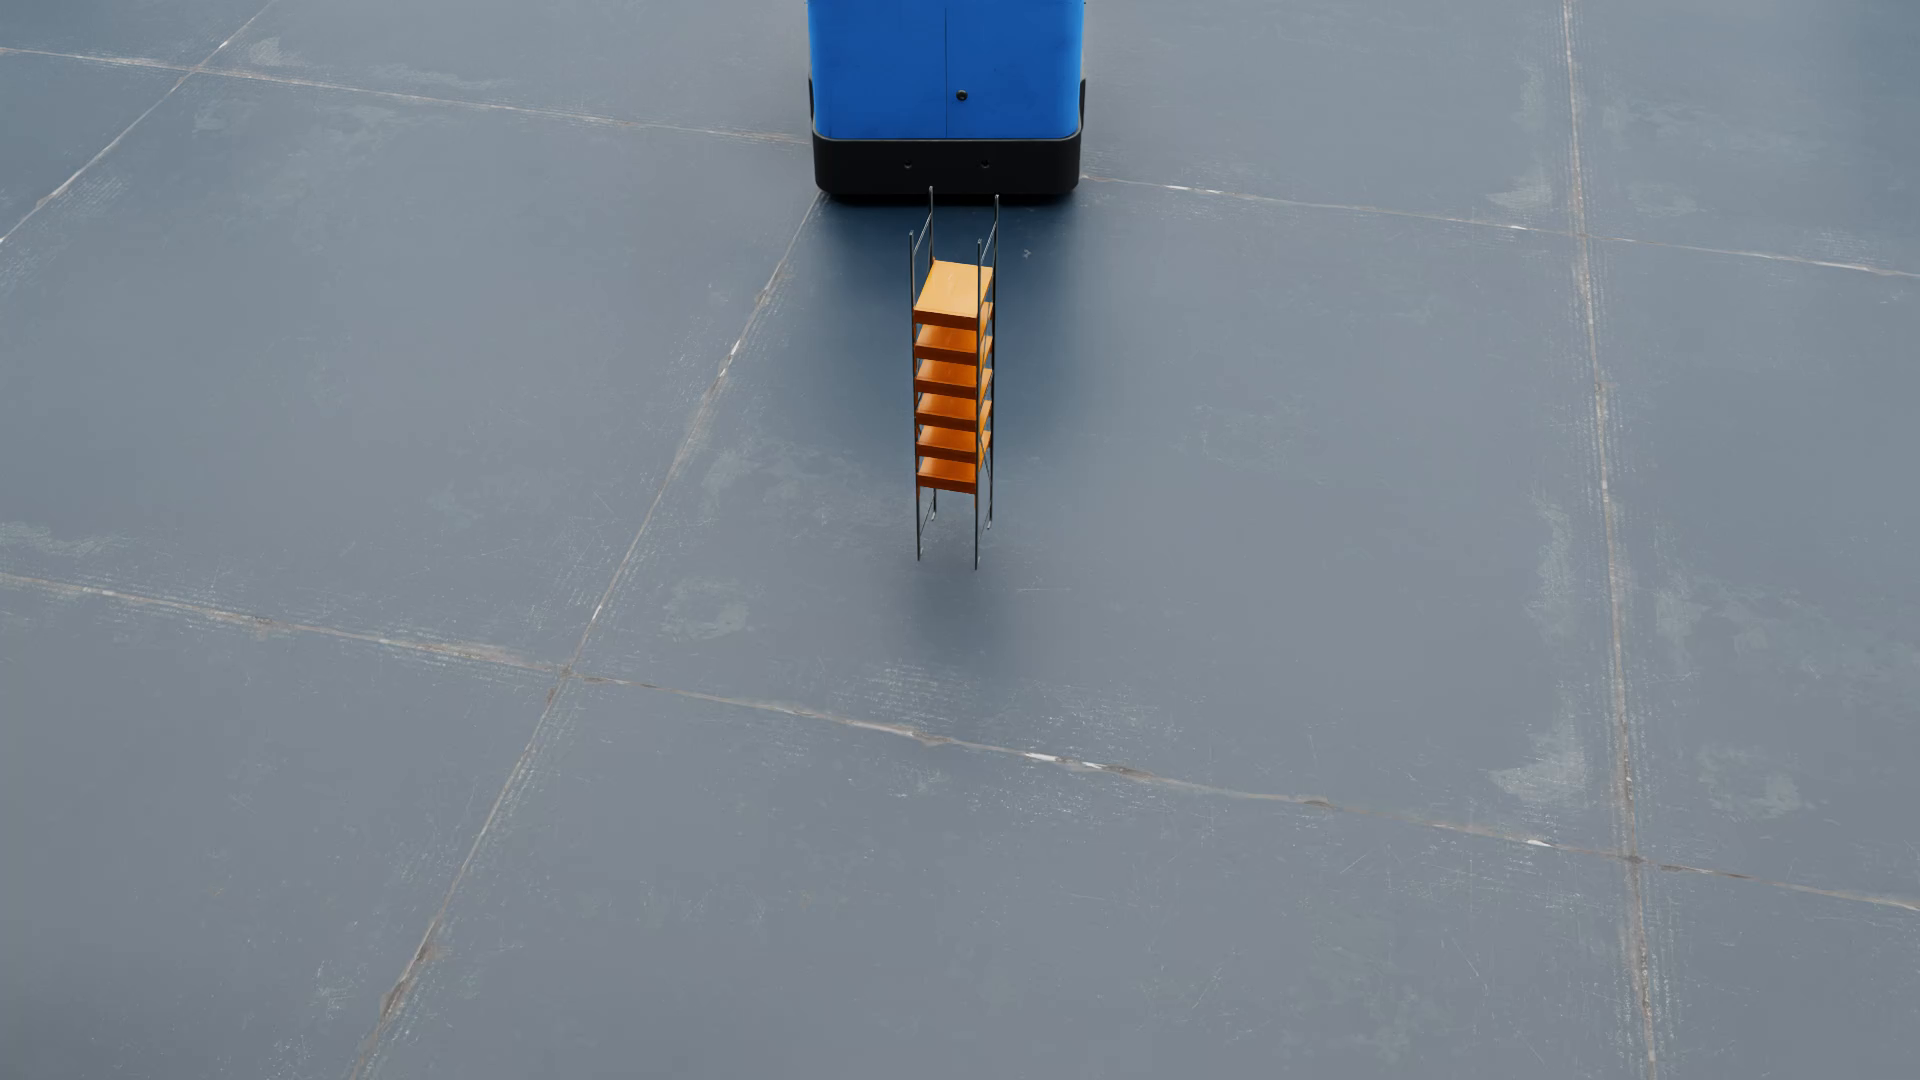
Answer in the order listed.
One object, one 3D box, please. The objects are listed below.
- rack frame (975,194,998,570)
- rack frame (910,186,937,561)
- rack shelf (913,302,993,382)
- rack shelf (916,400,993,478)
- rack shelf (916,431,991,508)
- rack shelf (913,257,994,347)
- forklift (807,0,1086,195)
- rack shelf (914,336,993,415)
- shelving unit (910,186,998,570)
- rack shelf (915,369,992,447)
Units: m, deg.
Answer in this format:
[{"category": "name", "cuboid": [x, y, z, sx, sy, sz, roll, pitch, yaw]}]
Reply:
[{"category": "rack frame", "cuboid": [0.075, -0.421, 4.822, 0.006, 1.200, 0.240, 9, 45, 9]}, {"category": "rack frame", "cuboid": [-0.103, -0.448, 4.851, 0.006, 1.200, 0.240, 9, 45, 9]}, {"category": "rack shelf", "cuboid": [-0.014, -0.575, 4.701, 0.180, 0.103, 0.258, 9, 45, 9]}, {"category": "rack shelf", "cuboid": [-0.014, -0.316, 4.950, 0.180, 0.103, 0.258, 9, 45, 9]}, {"category": "rack shelf", "cuboid": [-0.014, -0.230, 5.033, 0.180, 0.103, 0.258, 9, 45, 9]}, {"category": "rack shelf", "cuboid": [-0.014, -0.662, 4.617, 0.180, 0.103, 0.258, 9, 45, 9]}, {"category": "forklift", "cuboid": [-0.053, -3.417, 6.687, 1.130, 2.935, 3.031, 0, 44, 0]}, {"category": "rack shelf", "cuboid": [-0.014, -0.489, 4.784, 0.180, 0.103, 0.258, 9, 45, 9]}, {"category": "shelving unit", "cuboid": [-0.014, -0.434, 4.836, 0.189, 1.200, 0.258, 9, 45, 9]}, {"category": "rack shelf", "cuboid": [-0.014, -0.402, 4.867, 0.180, 0.103, 0.258, 9, 45, 9]}]
